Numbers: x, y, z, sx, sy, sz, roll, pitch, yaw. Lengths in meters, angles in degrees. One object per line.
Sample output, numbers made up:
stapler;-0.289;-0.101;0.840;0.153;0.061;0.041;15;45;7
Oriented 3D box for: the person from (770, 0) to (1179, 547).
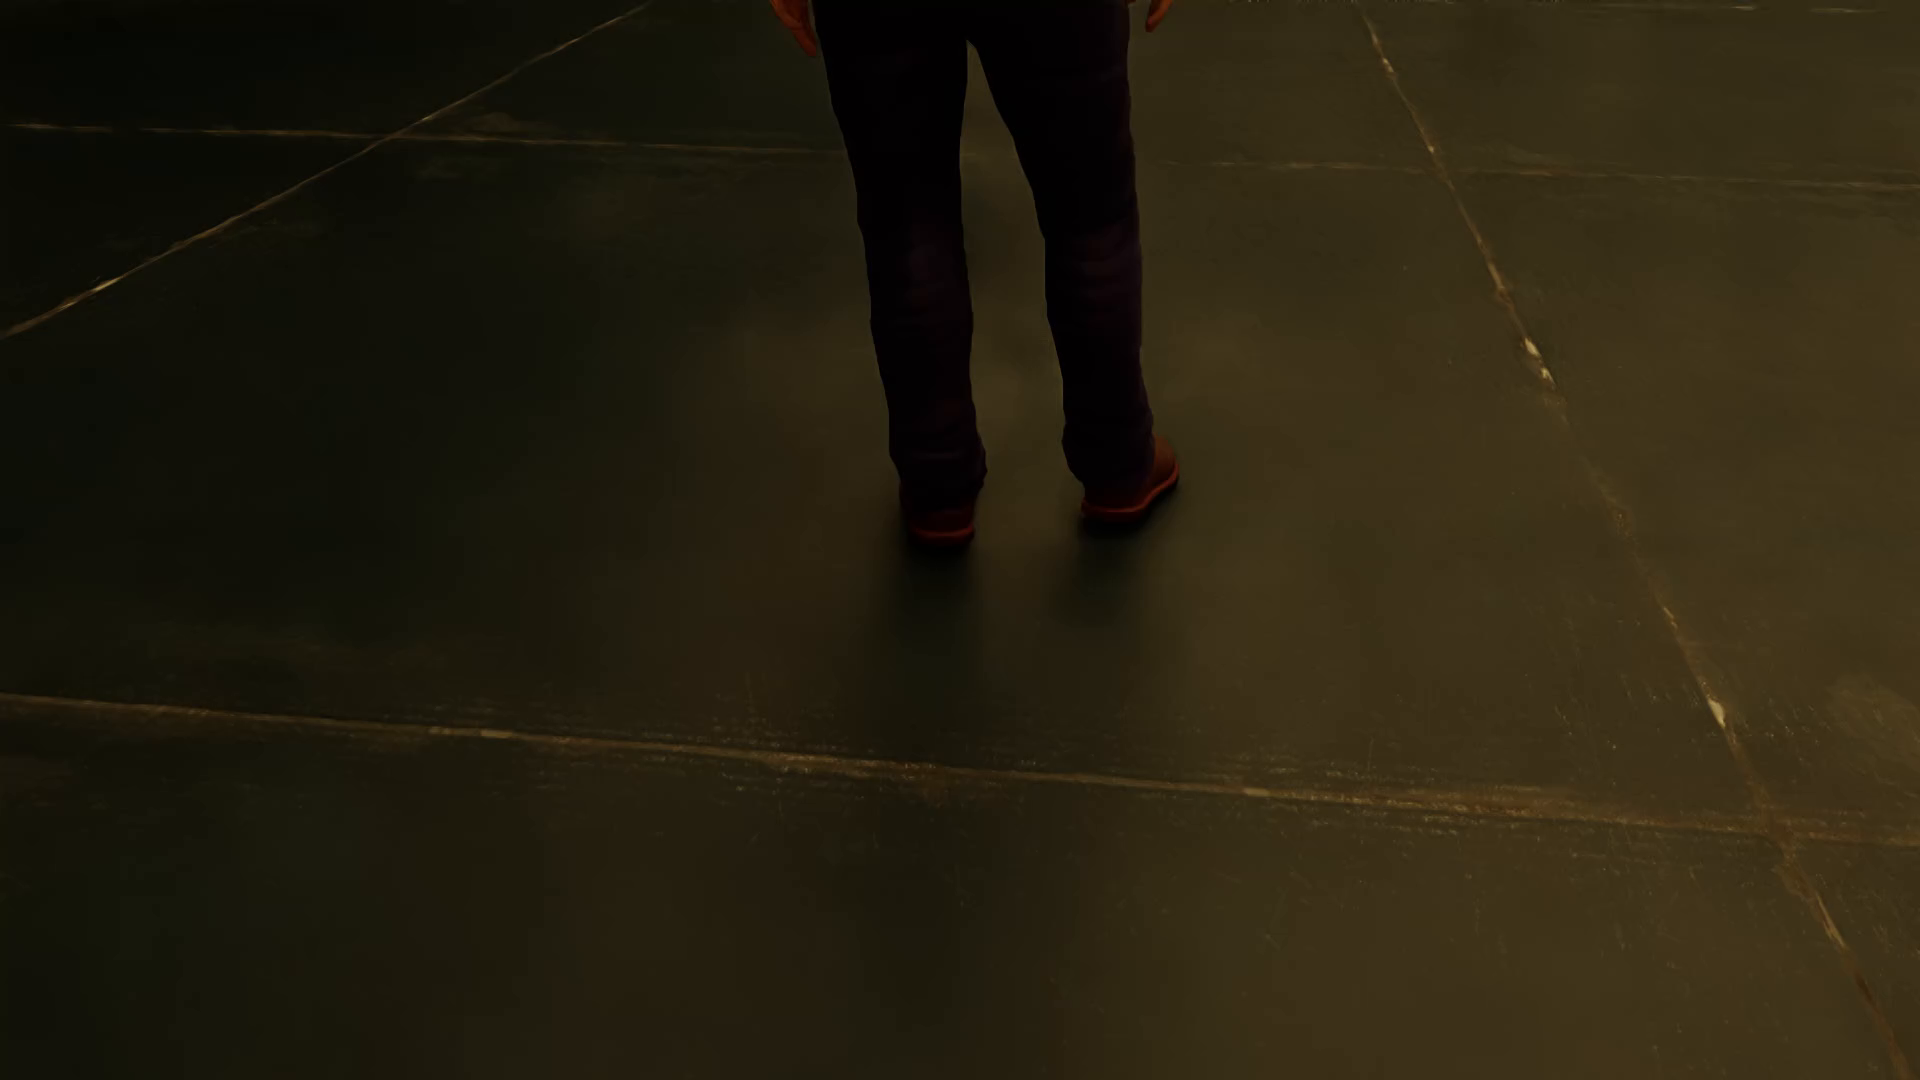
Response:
person;0.034;-0.782;2.206;0.599;1.650;0.502;3;27;7
